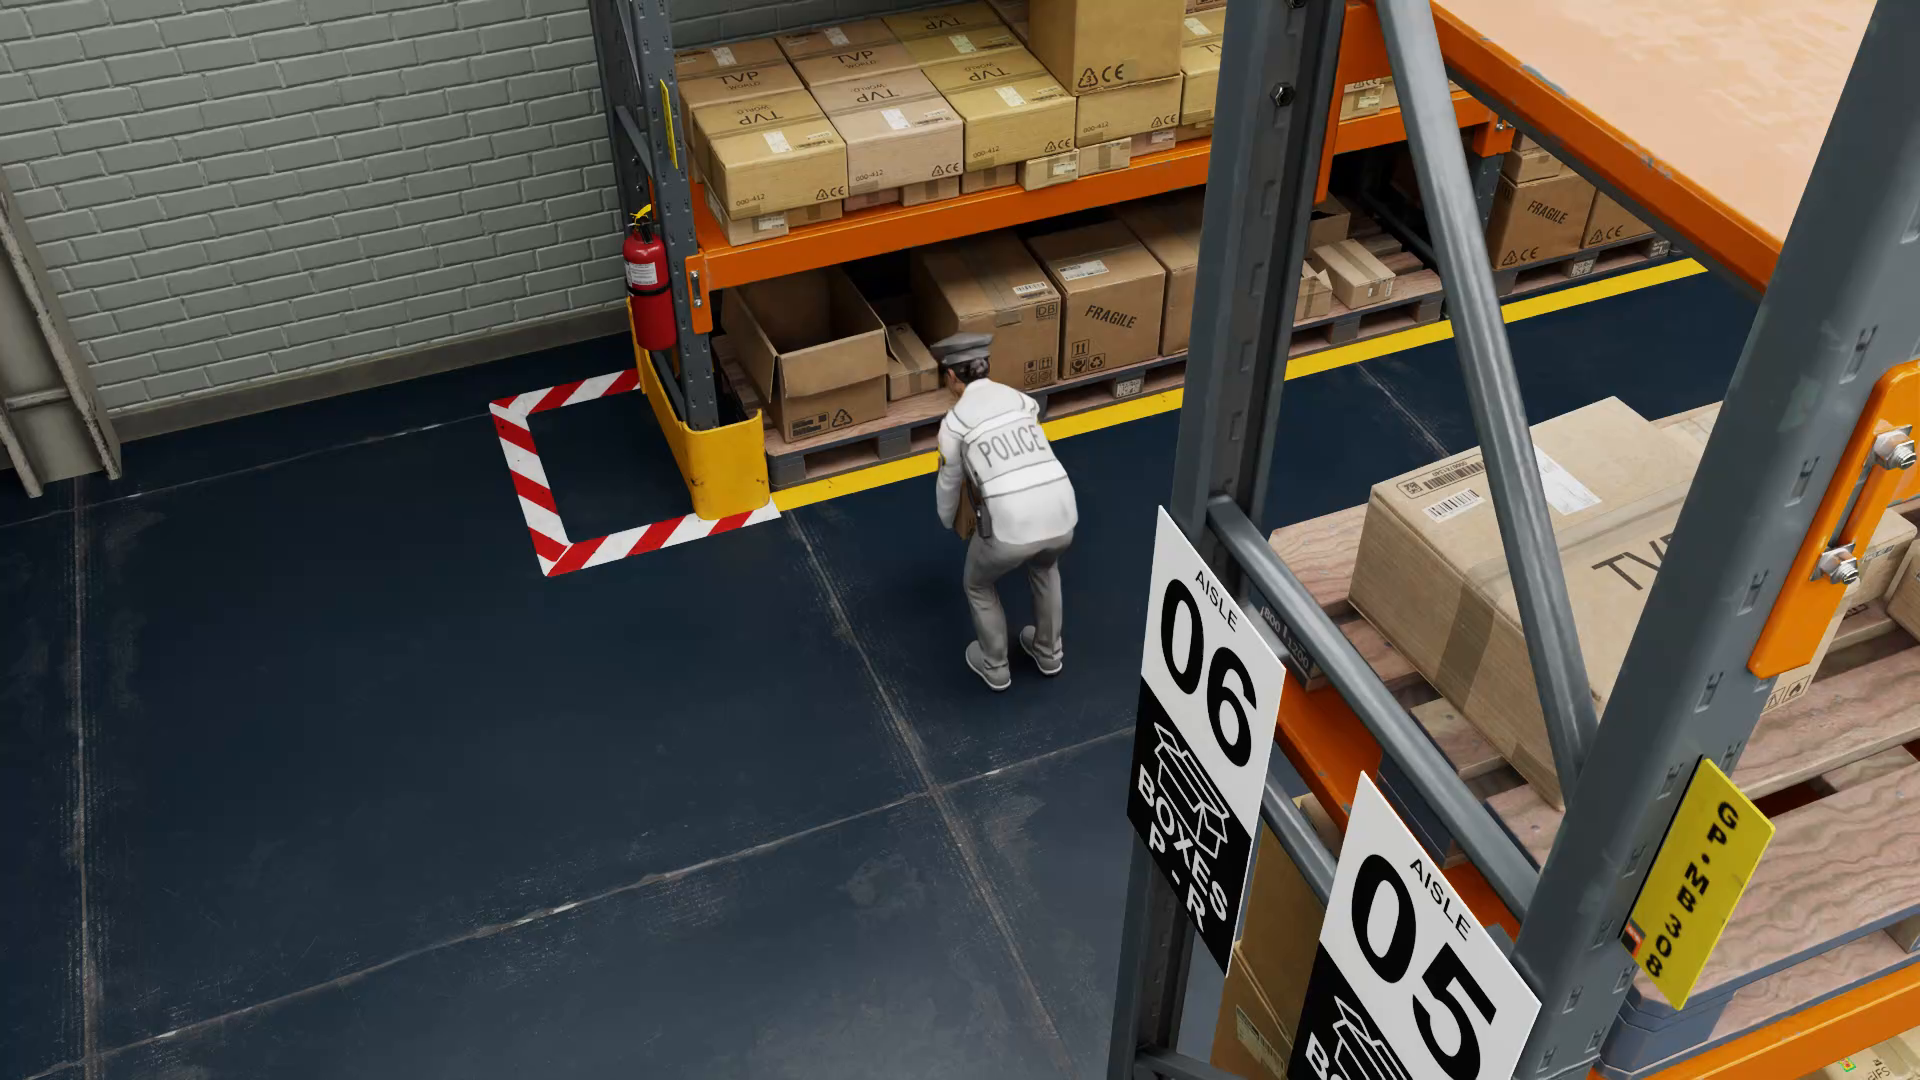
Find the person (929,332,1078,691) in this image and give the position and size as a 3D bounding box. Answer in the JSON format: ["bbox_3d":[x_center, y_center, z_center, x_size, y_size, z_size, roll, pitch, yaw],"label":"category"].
[{"bbox_3d":[0.141,-0.113,6.520,0.419,1.356,0.849,-17,45,-18],"label":"person"}]
